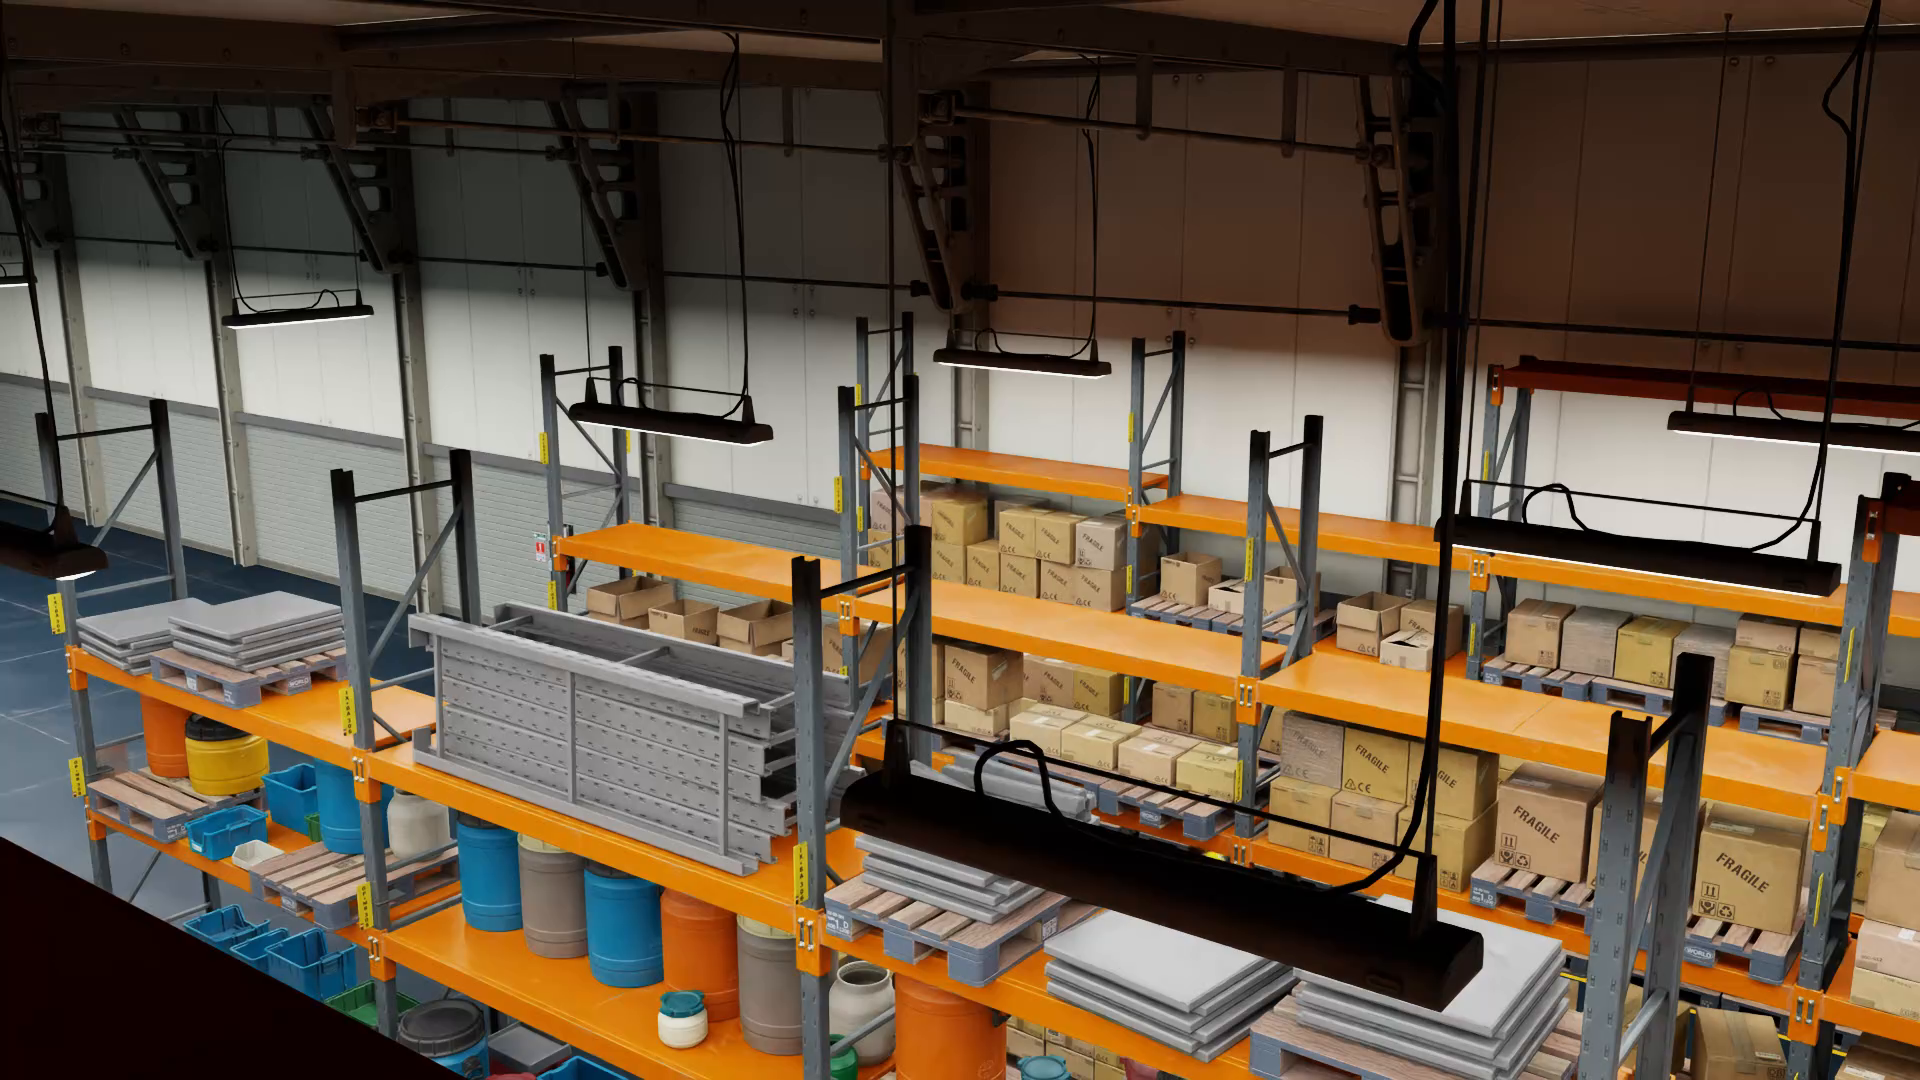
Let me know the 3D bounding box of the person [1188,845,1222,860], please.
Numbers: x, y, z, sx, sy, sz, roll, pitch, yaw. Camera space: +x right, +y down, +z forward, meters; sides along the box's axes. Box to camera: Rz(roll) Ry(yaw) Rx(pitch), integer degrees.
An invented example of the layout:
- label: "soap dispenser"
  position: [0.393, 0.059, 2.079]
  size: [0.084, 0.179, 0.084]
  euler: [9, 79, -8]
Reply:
- label: "person"
  position: [2.252, 3.550, 16.089]
  size: [1.077, 1.705, 0.635]
  euler: [11, 17, 38]
